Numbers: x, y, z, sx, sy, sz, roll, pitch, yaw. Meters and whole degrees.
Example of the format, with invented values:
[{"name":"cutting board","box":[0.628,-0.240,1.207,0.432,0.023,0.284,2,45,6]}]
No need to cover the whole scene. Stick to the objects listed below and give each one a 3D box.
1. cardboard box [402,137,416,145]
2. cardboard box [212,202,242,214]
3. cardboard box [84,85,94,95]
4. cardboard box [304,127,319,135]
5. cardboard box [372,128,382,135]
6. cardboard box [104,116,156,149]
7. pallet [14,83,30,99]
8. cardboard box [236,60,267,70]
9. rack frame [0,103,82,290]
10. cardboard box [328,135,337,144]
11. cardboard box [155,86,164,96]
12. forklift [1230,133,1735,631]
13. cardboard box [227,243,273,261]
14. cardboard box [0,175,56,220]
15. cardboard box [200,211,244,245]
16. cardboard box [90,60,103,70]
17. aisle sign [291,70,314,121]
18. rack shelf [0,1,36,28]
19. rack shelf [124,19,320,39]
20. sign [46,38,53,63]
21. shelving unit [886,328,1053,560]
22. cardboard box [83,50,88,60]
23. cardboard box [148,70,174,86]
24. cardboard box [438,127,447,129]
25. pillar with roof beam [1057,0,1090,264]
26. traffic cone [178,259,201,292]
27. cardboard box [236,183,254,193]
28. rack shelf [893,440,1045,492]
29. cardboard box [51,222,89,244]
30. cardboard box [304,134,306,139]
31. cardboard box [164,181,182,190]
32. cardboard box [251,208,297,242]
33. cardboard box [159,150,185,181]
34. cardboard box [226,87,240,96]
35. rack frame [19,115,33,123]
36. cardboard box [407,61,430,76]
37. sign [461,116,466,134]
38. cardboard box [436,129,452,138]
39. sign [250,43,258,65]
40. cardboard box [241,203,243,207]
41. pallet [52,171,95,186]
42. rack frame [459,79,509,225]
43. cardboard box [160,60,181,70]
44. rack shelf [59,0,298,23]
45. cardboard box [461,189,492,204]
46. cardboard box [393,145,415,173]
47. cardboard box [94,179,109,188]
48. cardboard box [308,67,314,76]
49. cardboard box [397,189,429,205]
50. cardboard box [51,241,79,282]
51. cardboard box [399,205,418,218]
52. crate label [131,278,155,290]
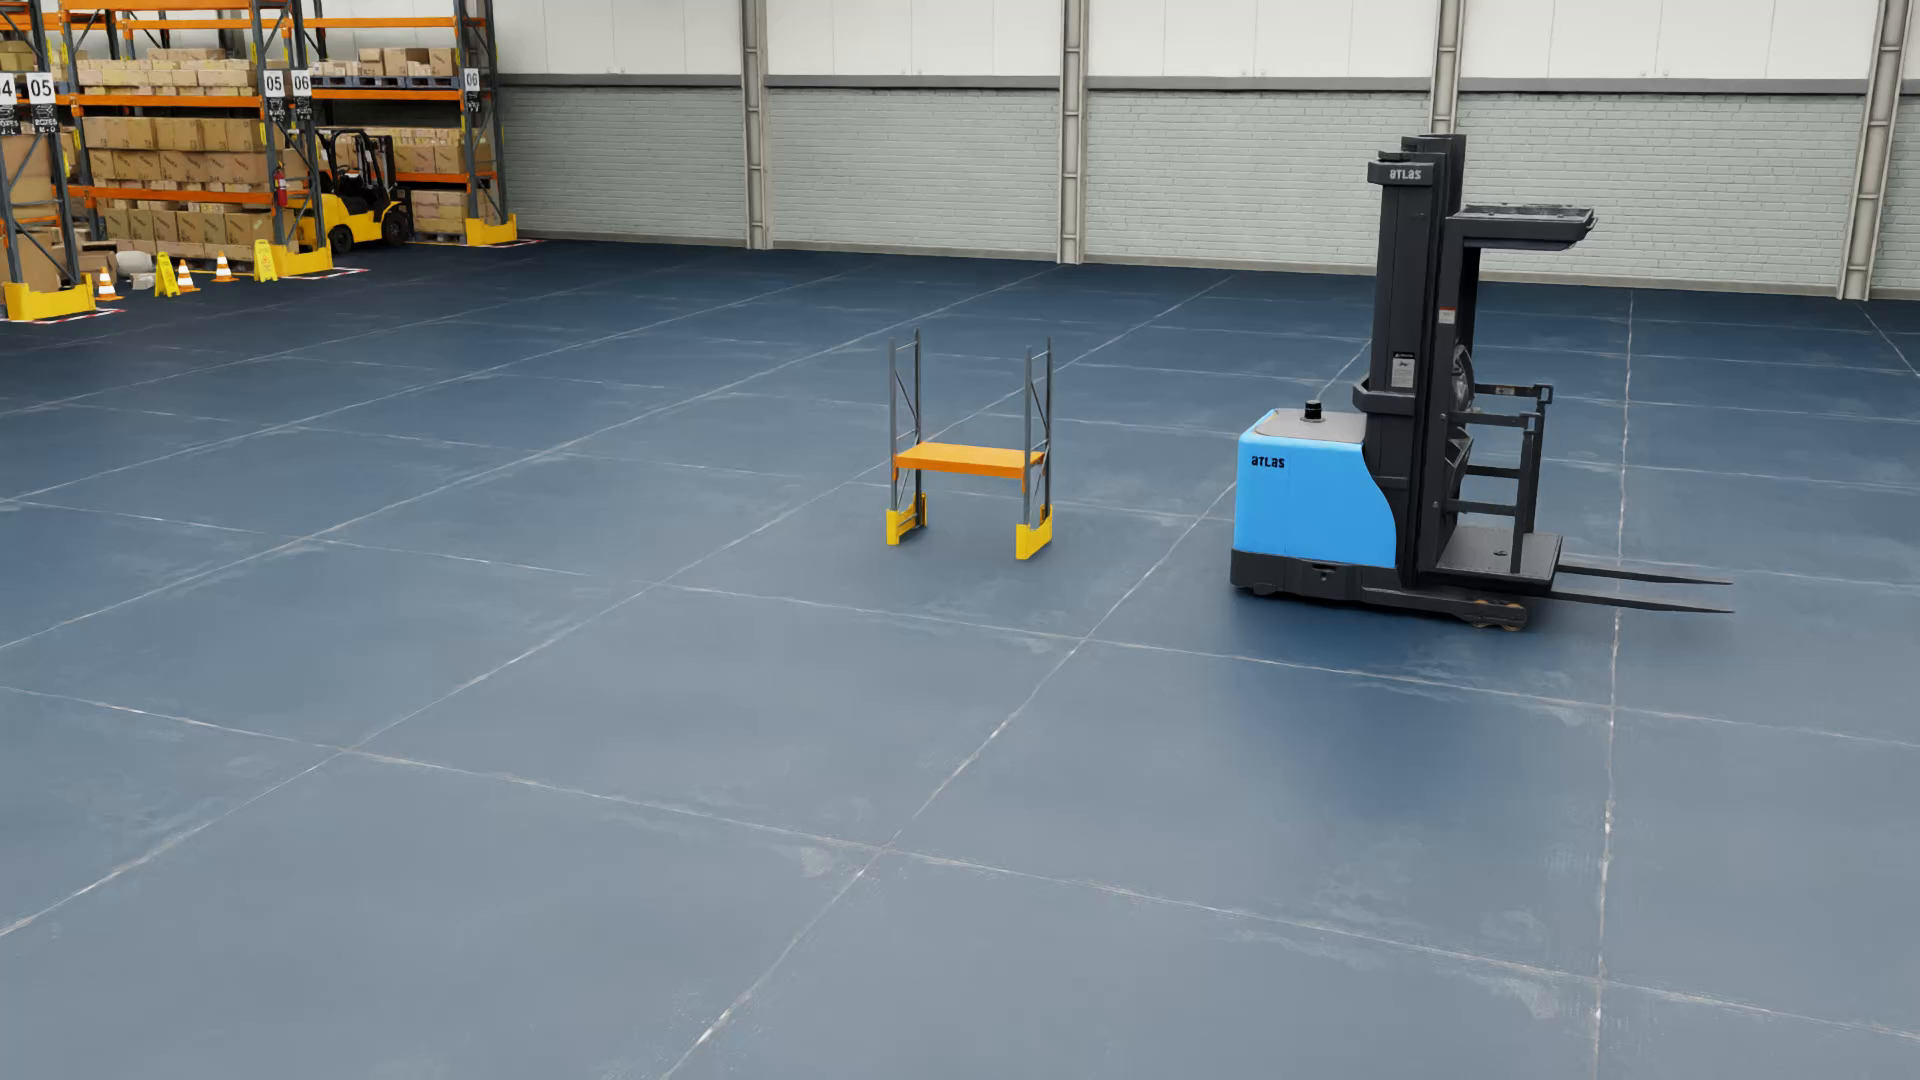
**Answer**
[{"name":"cardboard box","box":[-10.332,-7.554,31.470,0.250,0.149,0.380,6,17,19]},{"name":"cardboard box","box":[-11.971,-5.427,27.156,0.250,0.149,0.380,7,18,22]},{"name":"cardboard box","box":[-14.283,-7.472,27.601,0.250,0.149,0.380,6,17,20]},{"name":"cardboard box","box":[-12.480,-7.929,32.229,0.250,0.149,0.380,7,17,22]},{"name":"cardboard box","box":[-11.014,-7.797,31.774,0.250,0.149,0.380,6,17,21]},{"name":"cardboard box","box":[-13.688,-6.760,27.574,0.500,0.500,0.700,6,17,21]},{"name":"pallet","box":[-13.180,-6.016,22.296,1.213,0.211,1.003,6,17,21]},{"name":"cardboard box","box":[-11.187,-7.500,26.268,0.250,0.149,0.380,6,17,21]},{"name":"rack frame","box":[-12.487,-4.545,22.449,0.127,3.000,1.000,6,17,21]},{"name":"cardboard box","box":[-11.973,-7.749,32.144,0.250,0.149,0.380,6,17,21]},{"name":"cardboard box","box":[-12.849,-7.315,27.060,0.250,0.149,0.380,6,17,21]},{"name":"forklift","box":[3.345,-1.014,10.410,3.031,2.935,1.130,7,17,22]},{"name":"cardboard box","box":[-11.637,-4.736,27.285,0.500,0.250,0.500,6,17,20]},{"name":"cardboard box","box":[-12.848,-4.643,22.519,0.550,0.550,0.875,6,17,21]},{"name":"cardboard box","box":[-12.092,-5.147,27.358,0.500,0.500,0.500,7,18,23]},{"name":"cardboard box","box":[-14.060,-7.815,27.354,0.250,0.149,0.380,7,18,22]},{"name":"aisle sign","box":[-10.593,-7.162,26.800,0.004,0.787,0.394,6,17,21]},{"name":"rack shelf","box":[-14.347,-7.093,22.474,4.000,0.370,1.077,6,17,21]},{"name":"rack shelf","box":[-14.528,-10.084,32.777,4.000,0.370,1.077,6,17,21]},{"name":"sign","box":[-12.277,-6.587,22.392,0.005,0.325,0.100,6,17,21]},{"name":"shelving unit","box":[0.071,-0.712,11.938,1.083,1.500,0.587,6,17,21]},{"name":"cardboard box","box":[-15.349,-8.271,28.522,0.500,0.250,0.500,6,17,19]},{"name":"cardboard box","box":[-12.762,-7.488,26.941,0.500,0.250,0.500,6,17,21]},{"name":"cardboard box","box":[-9.887,-7.807,31.810,0.250,0.149,0.380,6,17,21]},{"name":"pillar with roof beam","box":[0.320,-7.969,23.483,0.400,9.000,9.100,6,17,21]},{"name":"traffic cone","box":[-11.729,-4.008,25.149,0.334,0.463,0.336,6,17,21]},{"name":"cardboard box","box":[-11.467,-5.699,26.873,0.250,0.149,0.380,6,17,20]},{"name":"rack shelf","box":[0.079,-0.539,11.985,1.000,0.185,0.538,6,17,21]},{"name":"cardboard box","box":[-15.644,-5.314,29.057,0.625,0.372,0.950,7,18,24]},{"name":"cardboard box","box":[-12.916,-7.987,32.963,0.250,0.149,0.380,6,17,19]},{"name":"cardboard box","box":[-12.879,-5.861,27.431,0.250,0.149,0.380,6,17,20]},{"name":"cardboard box","box":[-11.436,-5.237,27.667,0.500,0.500,0.500,6,17,19]},{"name":"cardboard box","box":[-12.763,-6.175,27.352,0.500,0.500,0.500,6,17,21]},{"name":"cardboard box","box":[-11.442,-7.140,26.458,0.250,0.149,0.380,6,17,21]},{"name":"rack frame","box":[-20.110,-8.355,35.571,0.127,3.000,1.000,6,17,21]},{"name":"cardboard box","box":[-10.065,-8.785,30.981,0.258,0.266,0.396,6,17,21]},{"name":"sign","box":[-9.159,-7.657,30.669,0.005,0.325,0.100,6,17,21]},{"name":"cardboard box","box":[-9.598,-7.629,31.194,0.250,0.149,0.380,6,17,21]},{"name":"sign","box":[-10.987,-7.563,25.877,0.005,0.325,0.100,6,17,21]},{"name":"cardboard box","box":[-14.576,-6.806,33.742,0.625,0.625,0.875,6,17,18]},{"name":"pallet","box":[-15.143,-6.272,28.743,1.213,0.211,1.003,6,17,21]},{"name":"rack frame","box":[-8.947,-7.127,31.343,0.127,3.000,1.000,6,17,21]},{"name":"cardboard box","box":[-12.626,-7.648,26.779,0.250,0.149,0.380,7,18,22]},{"name":"rack shelf","box":[-12.625,-8.578,26.876,4.000,0.370,1.077,6,17,21]},{"name":"cardboard box","box":[-9.324,-6.587,31.867,0.500,0.250,0.500,6,17,20]},{"name":"cardboard box","box":[-10.457,-7.265,31.639,0.500,0.500,0.500,6,17,20]},{"name":"cardboard box","box":[-14.310,-6.012,27.954,0.250,0.149,0.380,6,17,20]},{"name":"cardboard box","box":[-12.362,-8.981,31.867,0.250,0.149,0.380,7,17,22]},{"name":"cardboard box","box":[-10.440,-6.554,31.756,0.500,0.250,0.500,7,17,21]},{"name":"cardboard box","box":[-14.200,-4.322,25.916,0.503,0.637,0.797,6,17,21]},{"name":"cardboard box","box":[-10.465,-6.318,31.840,0.500,0.250,0.500,6,17,19]},{"name":"crate label","box":[-12.483,-3.916,25.416,0.298,0.136,0.250,-2,16,-8]}]
